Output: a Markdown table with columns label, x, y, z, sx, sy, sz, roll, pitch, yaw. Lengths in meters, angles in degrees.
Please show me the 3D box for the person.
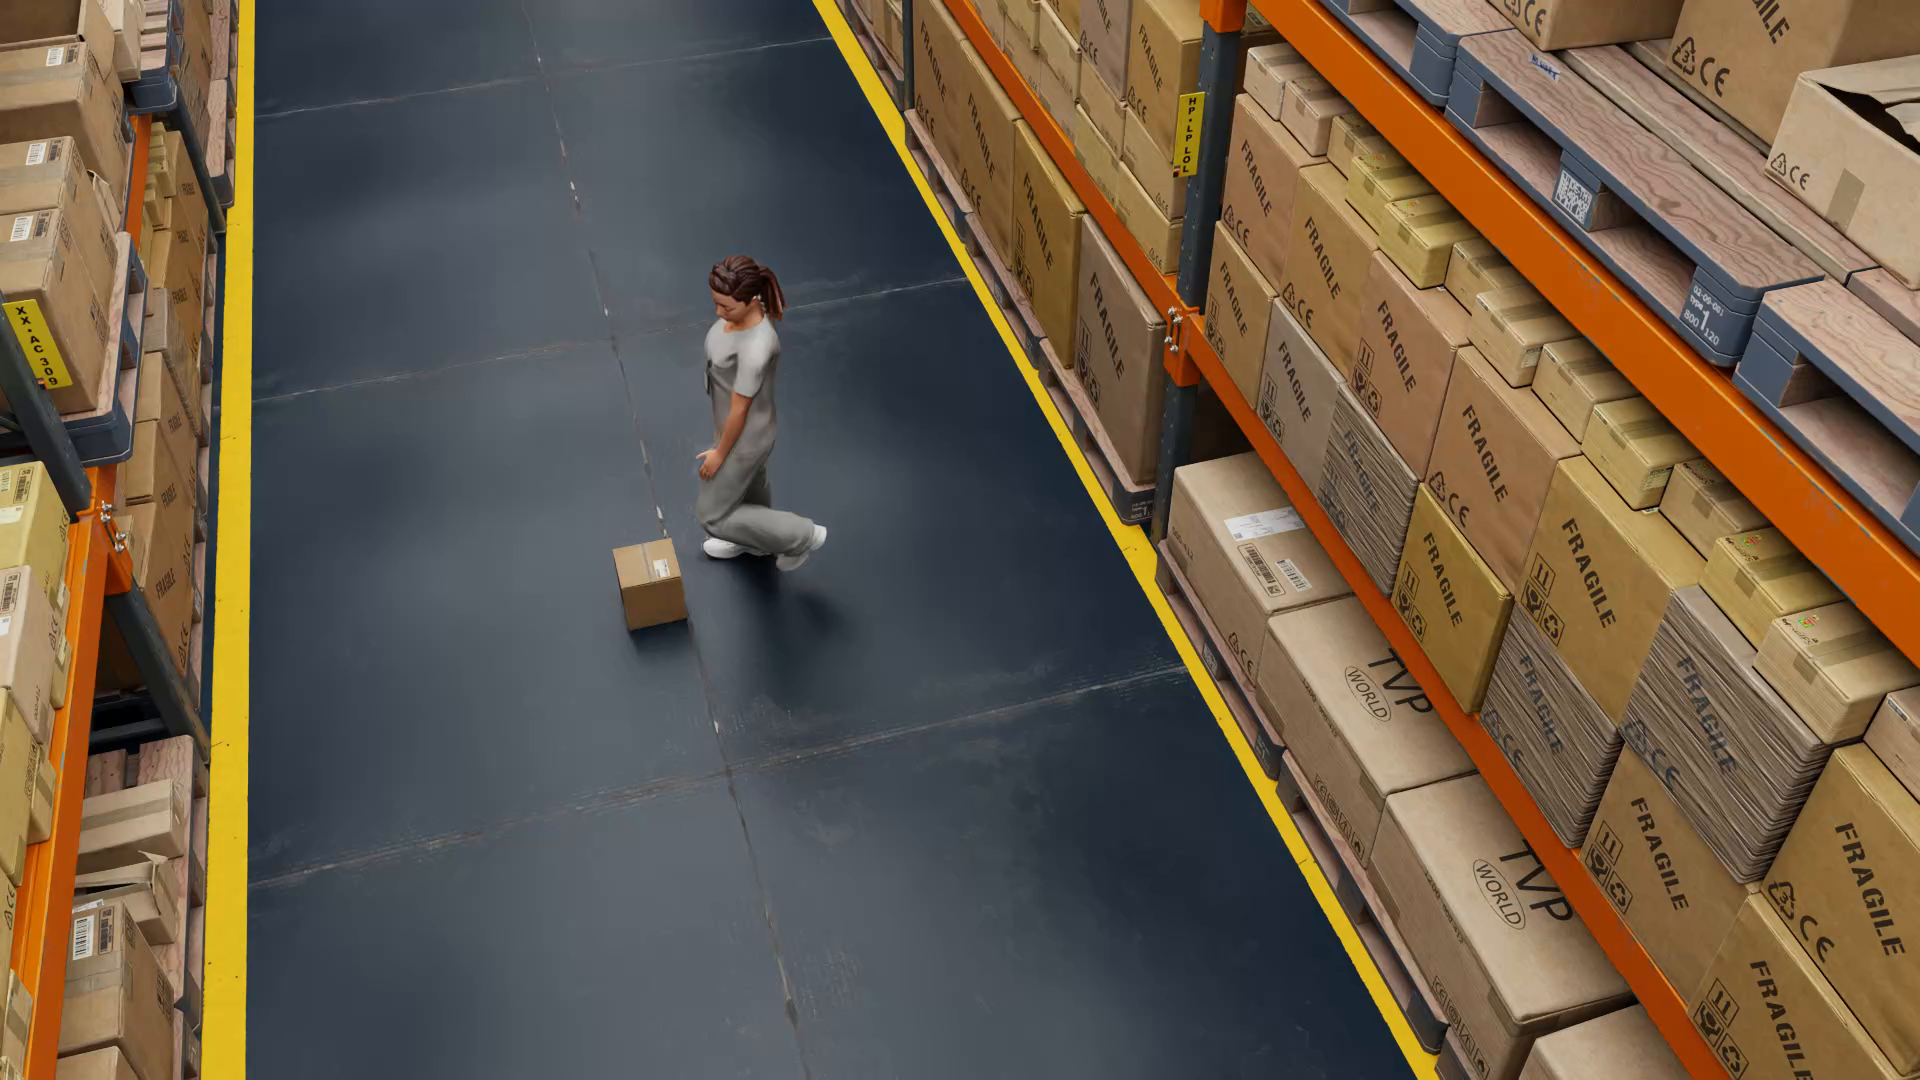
| label | x | y | z | sx | sy | sz | roll | pitch | yaw |
| --- | --- | --- | --- | --- | --- | --- | --- | --- | --- |
| person | -0.834 | -0.453 | 6.653 | 0.532 | 1.666 | 0.486 | -6 | 43 | -7 |
